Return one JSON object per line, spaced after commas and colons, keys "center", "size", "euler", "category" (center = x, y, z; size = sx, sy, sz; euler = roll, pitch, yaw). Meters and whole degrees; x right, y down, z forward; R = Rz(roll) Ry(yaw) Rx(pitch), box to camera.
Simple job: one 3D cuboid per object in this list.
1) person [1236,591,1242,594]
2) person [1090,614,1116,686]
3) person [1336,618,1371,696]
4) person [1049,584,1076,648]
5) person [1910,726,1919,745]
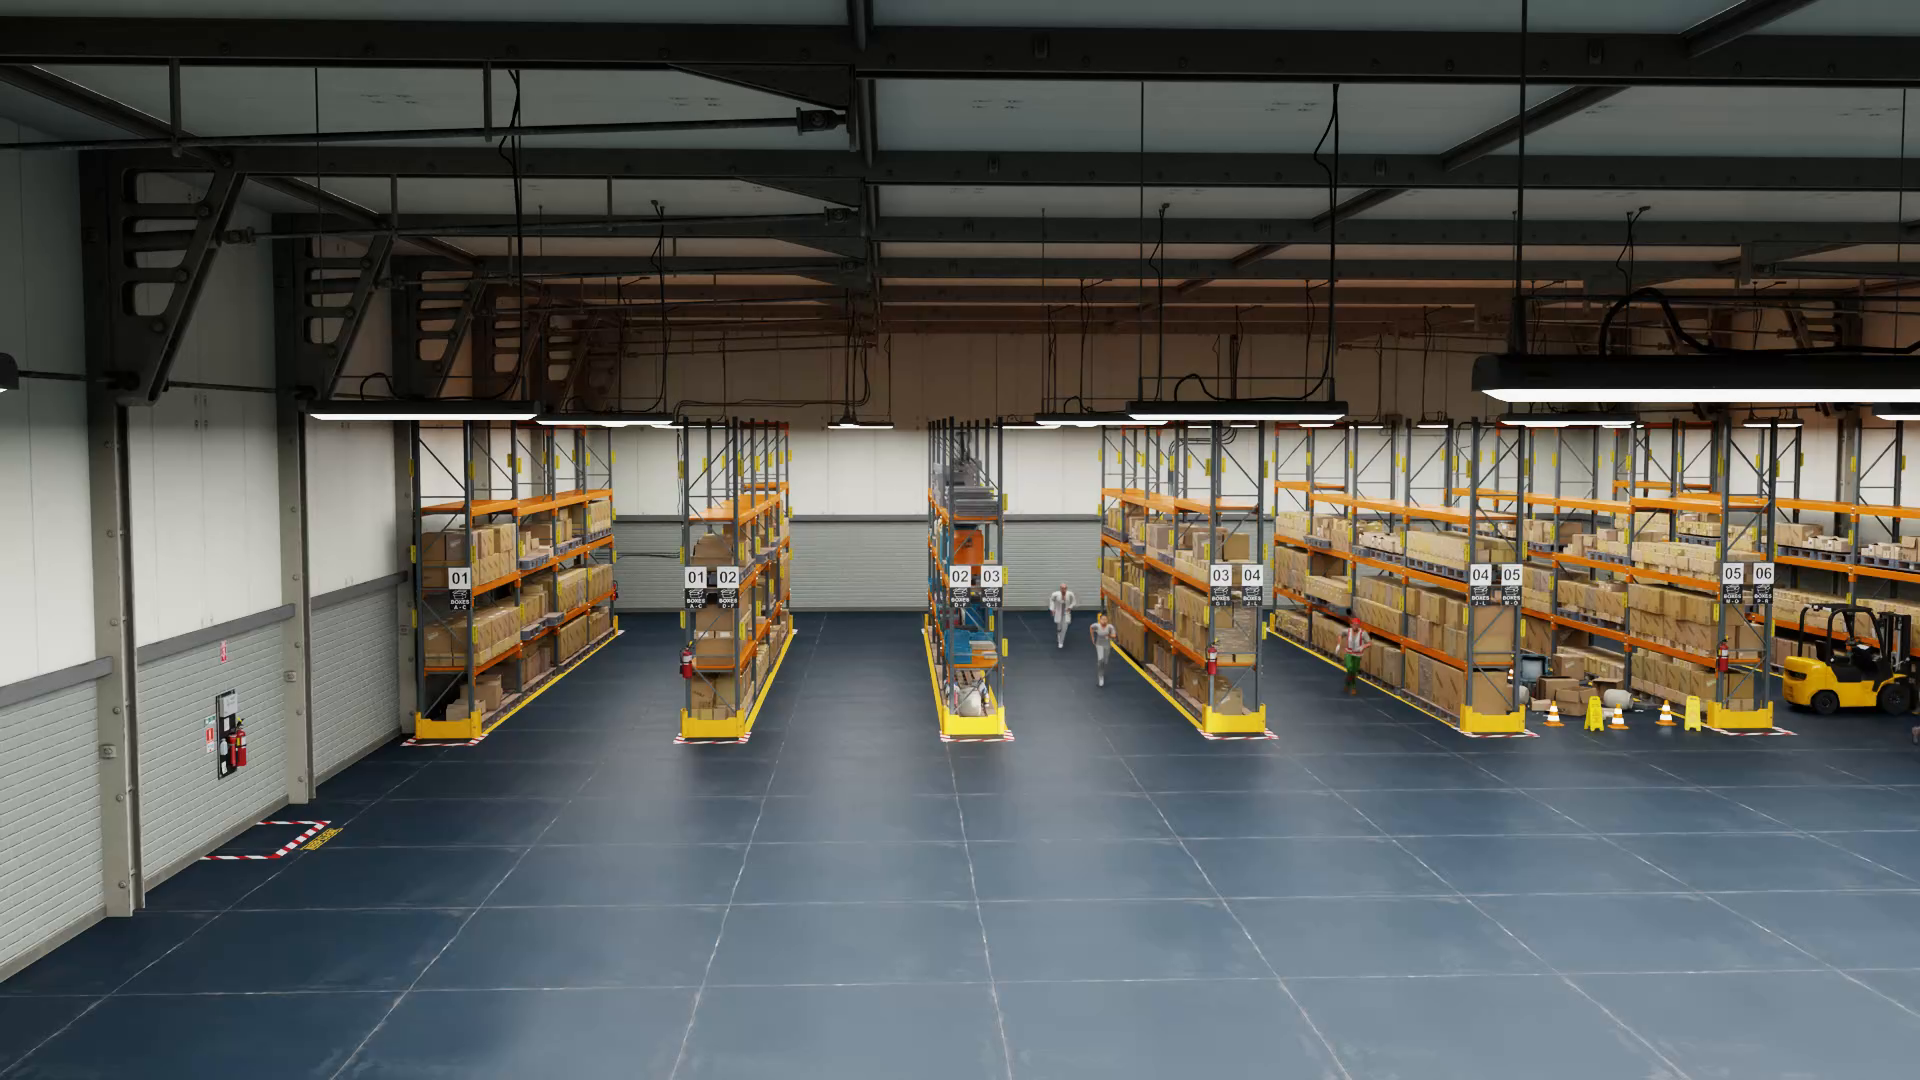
{"center": [7.756, 1.886, 46.285], "size": [0.612, 1.658, 0.548], "euler": [0, 4, 4], "category": "person"}
{"center": [3.225, 2.453, 37.546], "size": [0.559, 1.635, 0.899], "euler": [0, 4, -4], "category": "person"}
{"center": [8.584, 2.513, 36.349], "size": [0.739, 1.702, 0.845], "euler": [1, 4, 8], "category": "person"}
{"center": [2.730, 2.001, 44.275], "size": [0.701, 1.711, 0.788], "euler": [0, 4, -3], "category": "person"}
{"center": [17.129, 3.014, 29.203], "size": [0.657, 1.663, 0.767], "euler": [-1, 4, -22], "category": "person"}
